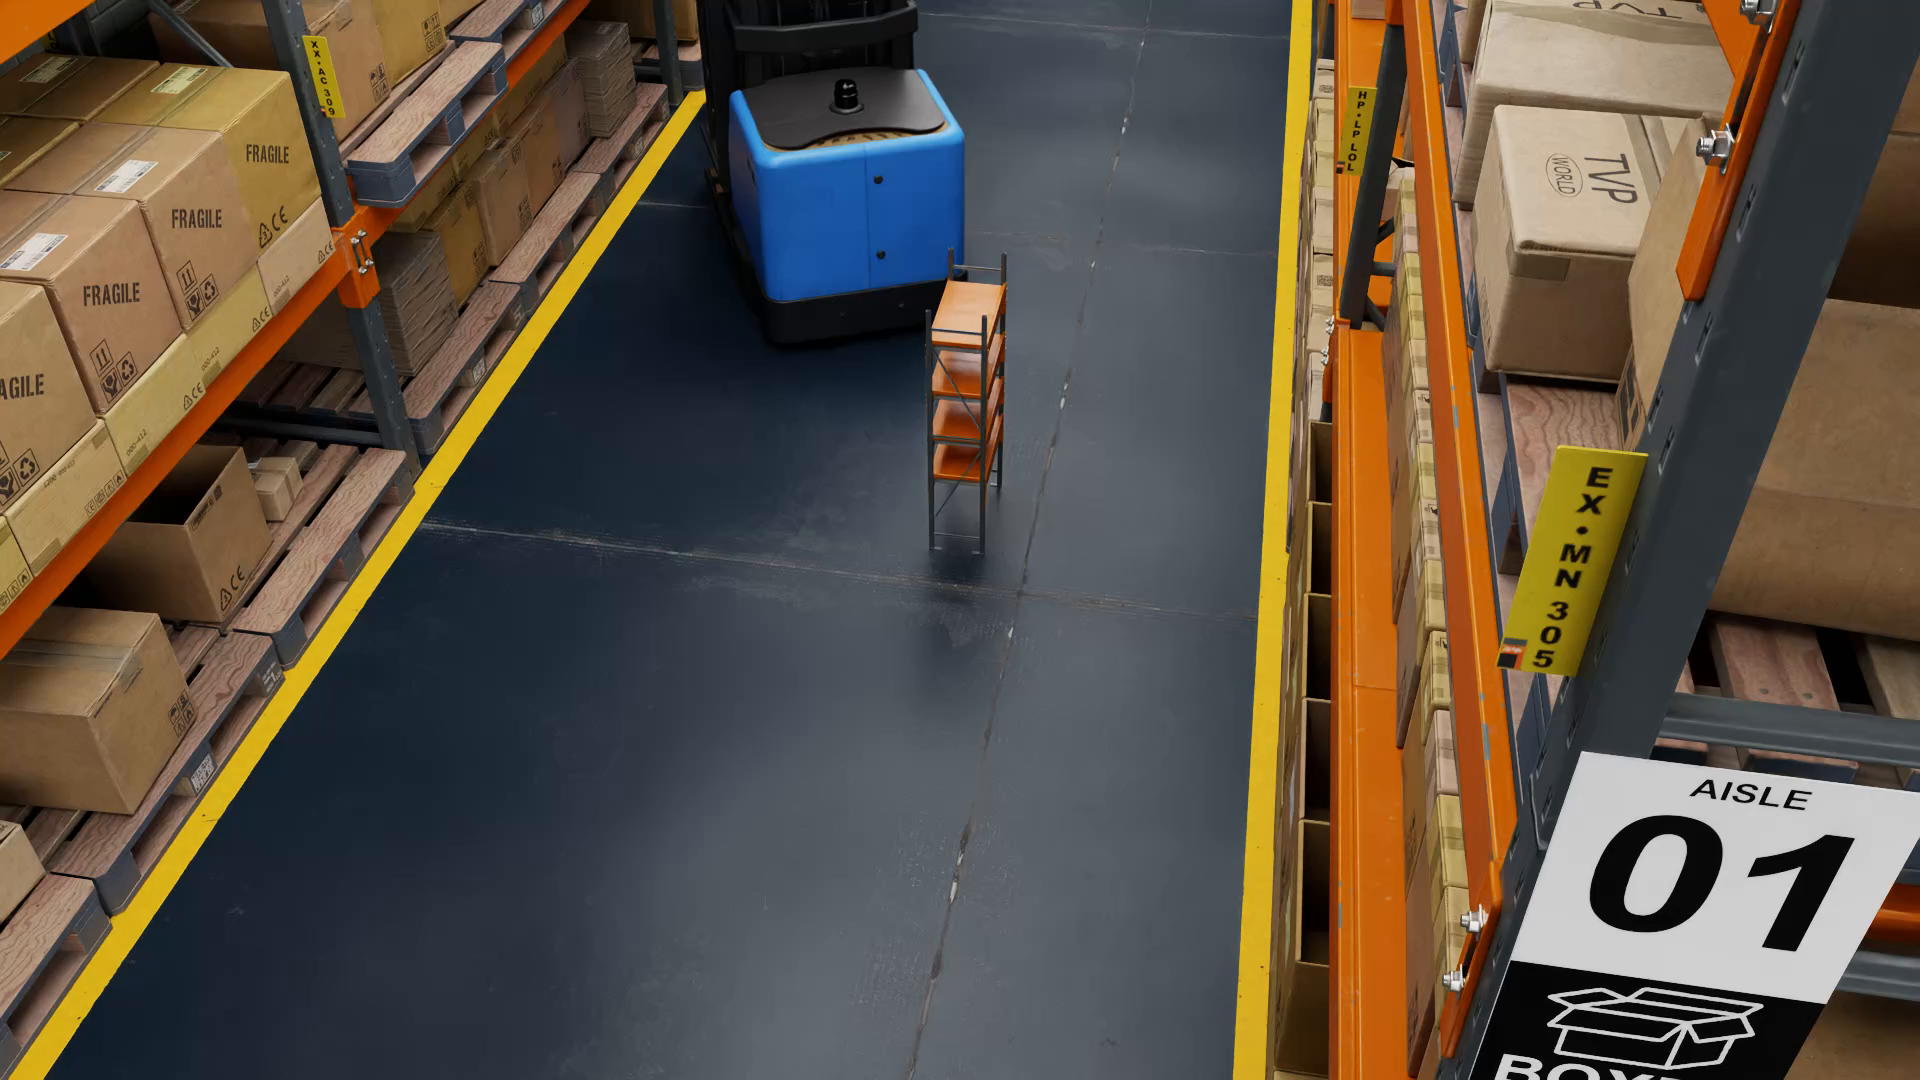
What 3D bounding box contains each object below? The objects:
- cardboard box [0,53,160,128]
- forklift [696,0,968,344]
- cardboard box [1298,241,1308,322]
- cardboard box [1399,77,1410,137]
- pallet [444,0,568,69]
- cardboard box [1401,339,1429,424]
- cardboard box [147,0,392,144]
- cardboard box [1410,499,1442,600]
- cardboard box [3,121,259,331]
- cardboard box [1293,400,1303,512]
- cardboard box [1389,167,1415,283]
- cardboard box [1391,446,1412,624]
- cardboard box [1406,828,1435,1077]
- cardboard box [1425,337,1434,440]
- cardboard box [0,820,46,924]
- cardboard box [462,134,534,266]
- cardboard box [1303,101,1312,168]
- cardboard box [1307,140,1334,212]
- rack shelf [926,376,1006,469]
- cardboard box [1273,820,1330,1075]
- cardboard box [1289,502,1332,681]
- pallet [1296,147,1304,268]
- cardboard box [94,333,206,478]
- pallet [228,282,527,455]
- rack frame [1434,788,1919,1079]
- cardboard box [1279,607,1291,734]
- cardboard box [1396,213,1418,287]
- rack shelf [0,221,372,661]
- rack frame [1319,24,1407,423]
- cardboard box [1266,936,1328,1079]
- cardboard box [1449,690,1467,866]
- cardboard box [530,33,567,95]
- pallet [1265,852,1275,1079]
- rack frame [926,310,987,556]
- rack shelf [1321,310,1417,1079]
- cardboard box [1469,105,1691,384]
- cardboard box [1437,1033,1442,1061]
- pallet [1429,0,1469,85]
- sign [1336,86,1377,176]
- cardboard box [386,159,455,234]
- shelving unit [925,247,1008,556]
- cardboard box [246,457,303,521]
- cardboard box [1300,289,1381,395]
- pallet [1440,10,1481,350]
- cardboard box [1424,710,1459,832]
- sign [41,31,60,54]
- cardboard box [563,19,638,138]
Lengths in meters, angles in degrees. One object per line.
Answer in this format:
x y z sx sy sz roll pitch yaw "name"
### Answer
-3.255 -1.455 6.170 0.500 0.500 0.500 6 40 7 "cardboard box"
-0.851 -3.060 8.651 1.130 2.935 3.031 -10 41 -12 "forklift"
1.964 -1.296 8.292 0.500 0.250 0.500 7 40 9 "cardboard box"
2.238 -2.108 7.367 0.500 0.500 0.500 6 40 8 "cardboard box"
-2.578 -2.678 8.285 1.003 0.211 1.213 6 40 8 "pallet"
1.498 -0.444 4.846 0.380 0.149 0.250 5 40 6 "cardboard box"
-2.847 -2.012 6.906 0.700 0.500 0.500 7 40 8 "cardboard box"
1.364 0.043 4.257 0.380 0.149 0.250 6 40 7 "cardboard box"
-2.826 -1.083 5.719 0.500 0.500 0.500 6 40 7 "cardboard box"
1.698 -0.339 7.134 0.500 0.250 0.500 6 40 7 "cardboard box"
1.954 -1.200 6.466 0.500 0.250 0.500 9 40 10 "cardboard box"
1.665 -0.058 4.887 0.700 0.500 0.500 7 40 8 "cardboard box"
1.399 0.906 3.722 0.700 0.500 0.500 7 40 9 "cardboard box"
1.667 -0.572 4.492 0.700 0.500 0.500 6 40 8 "cardboard box"
-3.353 1.107 5.322 0.500 0.311 0.500 10 41 11 "cardboard box"
-2.689 -1.804 8.694 0.700 0.500 0.500 7 40 8 "cardboard box"
2.224 -2.261 9.459 0.500 0.250 0.500 6 40 8 "cardboard box"
2.051 -1.826 8.493 0.500 0.311 0.500 5 40 6 "cardboard box"
0.029 -0.514 7.036 0.258 0.148 0.480 6 40 8 "rack shelf"
1.177 1.176 4.713 0.500 0.500 0.500 6 40 8 "cardboard box"
1.444 0.236 5.851 0.500 0.500 0.500 6 40 8 "cardboard box"
2.423 -1.868 9.343 1.003 0.211 1.213 6 40 8 "pallet"
-2.918 -0.478 5.577 0.500 0.250 0.500 6 40 7 "cardboard box"
-2.835 -0.902 8.176 1.003 0.211 1.213 6 40 8 "pallet"
1.219 1.566 3.002 1.000 3.000 0.127 6 40 8 "rack frame"
1.441 0.524 6.090 0.500 0.250 0.500 6 40 8 "cardboard box"
1.631 -0.928 5.431 0.380 0.149 0.250 7 40 8 "cardboard box"
-3.314 0.044 5.407 1.077 0.370 4.000 6 40 8 "rack shelf"
1.911 -0.944 6.038 1.000 3.000 0.127 6 40 8 "rack frame"
1.180 1.465 4.952 0.500 0.250 0.500 6 40 8 "cardboard box"
1.407 0.372 3.350 0.700 0.500 0.500 5 40 7 "cardboard box"
-2.510 -2.685 9.172 0.500 0.250 0.500 7 40 9 "cardboard box"
1.524 1.393 5.400 1.003 0.211 1.213 6 40 8 "pallet"
-0.014 -0.413 6.808 0.240 1.200 0.015 6 40 8 "rack frame"
1.565 0.588 4.749 1.077 0.370 4.000 6 40 8 "rack shelf"
1.159 -0.500 2.825 0.500 0.250 0.500 6 40 8 "cardboard box"
1.098 1.017 3.079 0.380 0.149 0.250 6 40 7 "cardboard box"
1.789 -1.528 4.460 1.003 0.211 1.213 6 40 8 "pallet"
1.375 -1.414 5.760 0.100 0.325 0.005 6 40 8 "sign"
-2.784 -1.724 8.009 0.500 0.250 0.500 6 40 7 "cardboard box"
0.029 -0.566 6.993 0.258 1.200 0.503 6 40 8 "shelving unit"
-3.031 -0.227 7.049 0.380 0.166 0.250 2 40 2 "cardboard box"
1.783 -0.876 7.343 0.500 0.311 0.500 7 40 9 "cardboard box"
1.576 -0.765 3.536 1.003 0.211 1.213 6 40 8 "pallet"
1.231 0.534 3.663 0.380 0.149 0.250 7 40 8 "cardboard box"
-3.516 -1.994 6.398 0.100 0.325 0.005 6 40 8 "sign"
-2.349 -2.747 9.835 0.700 0.500 0.500 7 40 8 "cardboard box"
